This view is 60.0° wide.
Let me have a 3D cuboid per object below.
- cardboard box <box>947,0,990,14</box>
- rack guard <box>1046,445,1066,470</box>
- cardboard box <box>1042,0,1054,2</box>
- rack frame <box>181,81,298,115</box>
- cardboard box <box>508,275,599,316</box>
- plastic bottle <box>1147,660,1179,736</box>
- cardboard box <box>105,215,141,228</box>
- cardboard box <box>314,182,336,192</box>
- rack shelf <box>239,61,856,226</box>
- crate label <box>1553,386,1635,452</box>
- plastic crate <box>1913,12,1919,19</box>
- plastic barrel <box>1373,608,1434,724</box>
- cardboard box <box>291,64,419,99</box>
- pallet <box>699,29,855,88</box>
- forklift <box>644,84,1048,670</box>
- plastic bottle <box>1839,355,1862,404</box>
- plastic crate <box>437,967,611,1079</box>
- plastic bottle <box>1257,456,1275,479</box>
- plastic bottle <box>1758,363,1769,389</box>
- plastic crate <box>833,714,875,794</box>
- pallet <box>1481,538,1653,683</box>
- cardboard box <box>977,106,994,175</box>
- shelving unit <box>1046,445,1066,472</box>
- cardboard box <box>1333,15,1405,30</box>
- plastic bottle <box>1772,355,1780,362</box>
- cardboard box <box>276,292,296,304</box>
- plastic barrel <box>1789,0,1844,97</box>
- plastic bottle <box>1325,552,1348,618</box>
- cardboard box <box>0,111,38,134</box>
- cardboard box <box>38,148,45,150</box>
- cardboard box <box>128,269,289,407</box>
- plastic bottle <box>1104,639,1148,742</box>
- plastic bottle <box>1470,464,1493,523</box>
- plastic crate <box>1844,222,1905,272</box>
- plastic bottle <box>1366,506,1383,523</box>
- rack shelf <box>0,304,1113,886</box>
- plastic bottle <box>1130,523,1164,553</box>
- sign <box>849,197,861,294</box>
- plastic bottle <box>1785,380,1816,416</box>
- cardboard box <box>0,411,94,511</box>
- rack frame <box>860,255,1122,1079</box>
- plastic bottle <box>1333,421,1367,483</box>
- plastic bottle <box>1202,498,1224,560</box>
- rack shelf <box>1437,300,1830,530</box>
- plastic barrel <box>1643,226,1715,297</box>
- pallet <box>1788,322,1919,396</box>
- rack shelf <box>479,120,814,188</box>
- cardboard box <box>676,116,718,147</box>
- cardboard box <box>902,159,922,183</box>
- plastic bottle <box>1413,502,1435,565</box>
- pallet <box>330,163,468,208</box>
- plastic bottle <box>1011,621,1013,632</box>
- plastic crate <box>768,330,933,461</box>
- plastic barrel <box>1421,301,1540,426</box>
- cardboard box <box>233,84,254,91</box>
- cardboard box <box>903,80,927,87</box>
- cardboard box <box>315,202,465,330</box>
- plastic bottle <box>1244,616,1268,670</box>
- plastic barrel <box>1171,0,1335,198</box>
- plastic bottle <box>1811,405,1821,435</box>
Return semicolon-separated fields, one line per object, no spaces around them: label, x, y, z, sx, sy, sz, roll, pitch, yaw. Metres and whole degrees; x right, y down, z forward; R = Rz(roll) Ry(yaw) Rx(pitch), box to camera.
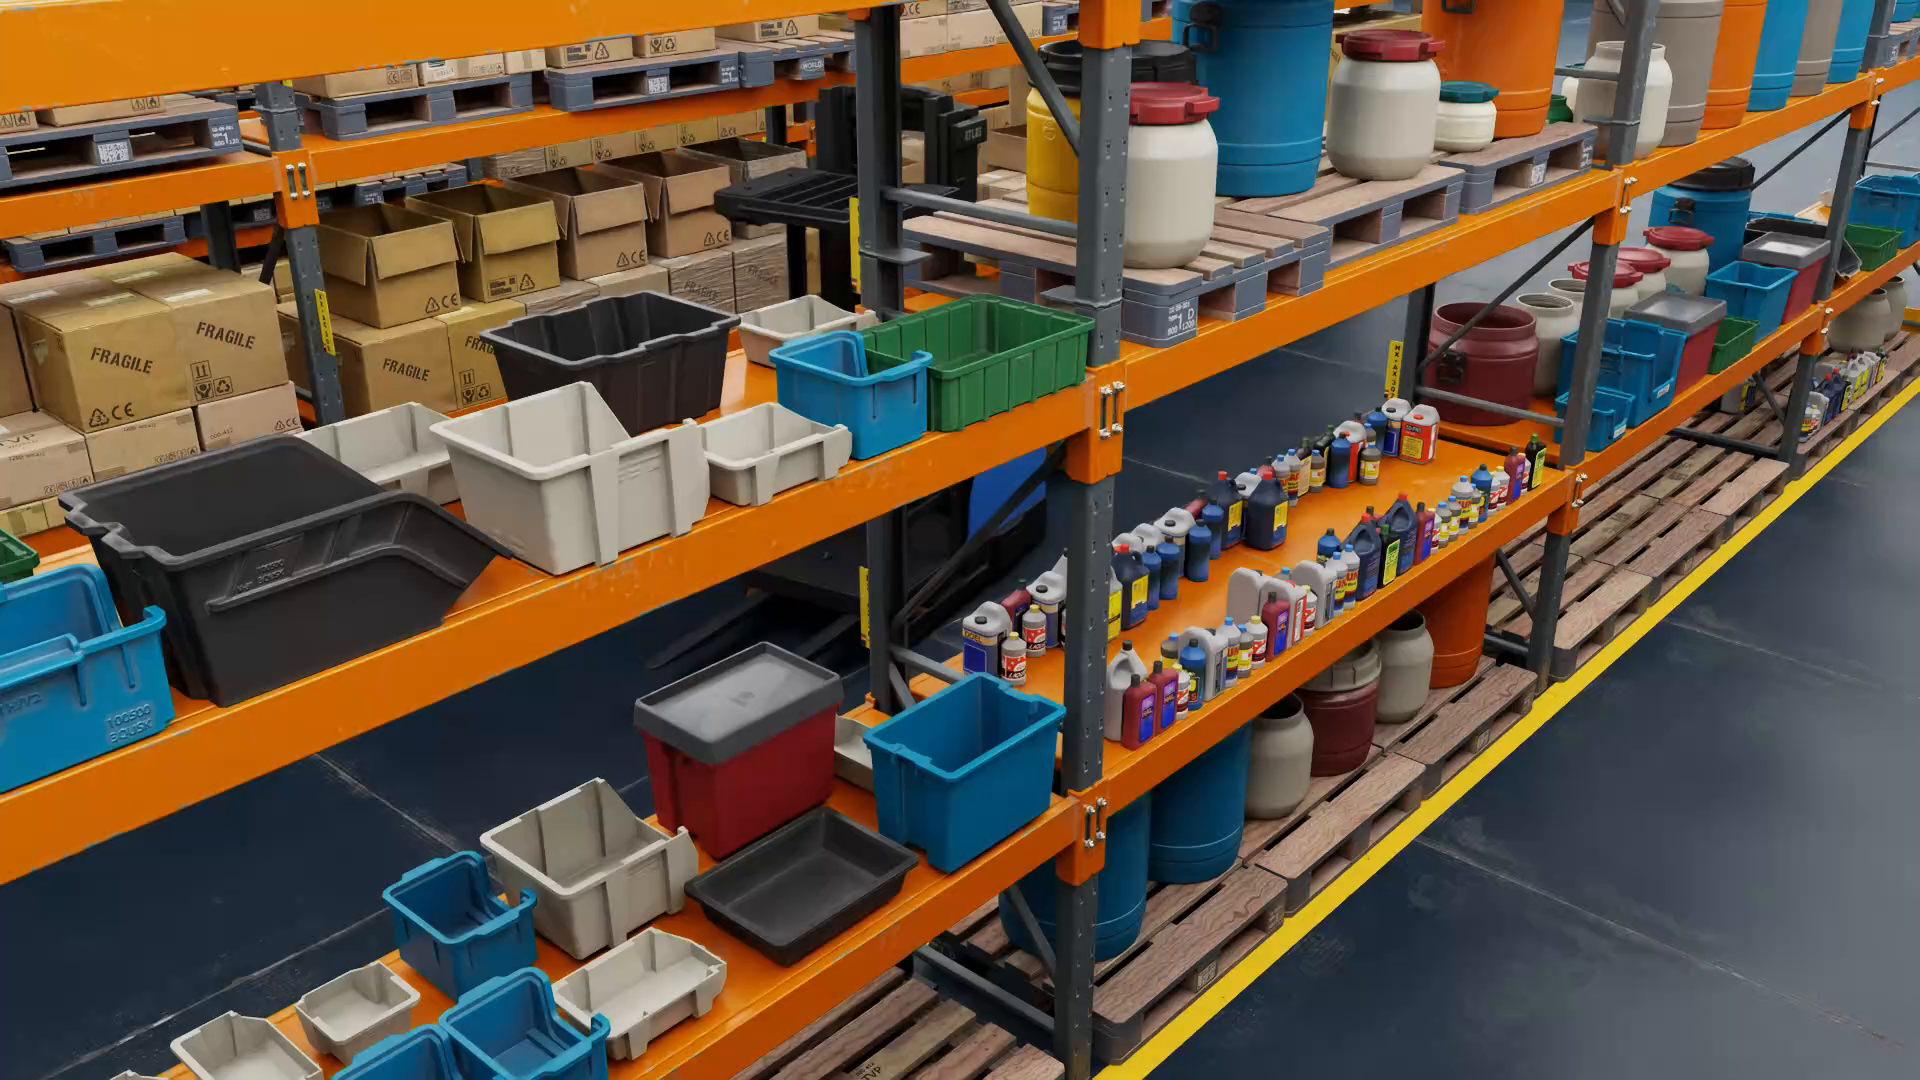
cardboard box;-0.096;-3.903;11.390;0.500;0.500;0.500;20;31;38
rack guard;0.617;-0.630;11.849;0.587;0.250;0.087;13;27;27
cardboard box;0.550;-4.108;12.352;0.380;0.166;0.250;19;30;36
rack frame;-3.612;-3.553;7.675;1.000;3.000;0.127;20;31;38
cardboard box;-2.449;-1.239;9.725;0.500;0.500;0.500;19;31;36
plastic bottle;0.728;0.554;5.990;0.061;0.283;0.133;20;31;38
cardboard box;-6.282;-2.433;12.305;0.380;0.149;0.250;20;31;38
cardboard box;-5.241;-2.910;13.367;0.380;0.149;0.250;19;30;35
rack shelf;-2.277;-2.465;9.795;1.077;0.370;4.000;20;31;38
crate label;3.307;-0.632;8.697;0.303;0.233;0.416;20;31;38
plastic crate;6.672;-3.579;11.659;0.336;0.188;0.450;20;31;38
plastic barrel;2.122;0.612;8.247;0.421;0.512;0.421;0;24;0
cardboard box;-3.232;-2.601;8.583;0.700;0.500;0.500;21;32;39
pallet;-1.332;-3.106;10.576;1.213;0.211;1.003;22;32;40
forklift;-0.614;-0.937;9.257;1.130;2.935;3.031;13;27;27
plastic bottle;6.673;-1.212;12.488;0.144;0.351;0.185;20;31;37
plastic crate;-1.104;1.327;4.256;0.416;0.233;0.300;20;31;38
plastic bottle;1.412;-0.246;7.774;0.061;0.283;0.133;20;31;38
plastic bottle;6.166;-1.313;12.795;0.061;0.283;0.133;20;31;38
plastic crate;-0.340;0.732;5.699;0.396;0.136;0.243;20;31;38
pallet;3.292;0.365;9.678;1.003;0.211;1.213;20;31;38
cardboard box;-0.218;-4.586;19.395;0.875;0.875;0.875;20;31;37
shelving unit;0.368;-1.024;11.200;0.587;1.500;1.083;13;27;27
cardboard box;3.885;-4.720;15.904;0.500;0.500;0.500;20;31;38
plastic bottle;6.574;-1.544;13.411;0.097;0.201;0.097;0;24;0
cardboard box;-5.503;-1.876;13.810;0.500;0.500;0.500;18;30;35
plastic barrel;4.802;-3.085;9.684;0.600;0.901;0.600;0;24;0
plastic bottle;1.540;0.178;6.844;0.097;0.271;0.097;0;24;0
cardboard box;-4.452;-2.050;7.231;0.700;0.500;0.500;22;32;40
cardboard box;-6.763;-2.885;12.585;0.380;0.149;0.250;19;30;36
cardboard box;-3.720;-1.012;8.244;0.500;0.500;0.500;21;32;39
plastic bottle;0.580;0.528;5.966;0.144;0.351;0.185;20;31;38
plastic bottle;2.419;-0.224;7.740;0.097;0.271;0.097;0;24;0
plastic crate;6.532;-2.140;12.117;0.450;0.188;0.662;20;31;38
plastic bottle;1.800;-0.024;7.279;0.061;0.283;0.133;20;31;38
rack shelf;-1.258;0.106;4.061;1.077;0.370;4.000;20;31;38
plastic bottle;0.769;0.079;7.059;0.152;0.276;0.135;20;31;38
sign;-0.332;-0.987;5.607;0.100;0.325;0.005;20;31;38
plastic bottle;6.156;-1.065;12.158;0.144;0.351;0.185;20;31;38
cardboard box;-4.395;-0.363;7.713;0.500;0.250;0.500;21;32;39
rack frame;0.077;0.537;5.887;1.000;3.000;0.127;20;31;38
plastic bottle;1.908;-0.441;8.218;0.152;0.276;0.135;20;31;38
plastic bottle;1.115;-0.056;7.367;0.097;0.271;0.097;0;24;0
rack shelf;4.081;-0.963;10.111;1.077;0.370;4.000;20;31;38
plastic barrel;4.614;-1.731;10.778;0.433;0.535;0.433;0;24;0
pallet;7.524;-1.565;13.982;1.003;0.211;1.213;20;31;38
rack shelf;-3.234;-3.701;16.216;1.077;0.370;4.000;20;31;38
cardboard box;-2.723;-4.144;16.204;0.500;0.500;0.500;21;31;38
cardboard box;-0.612;-2.447;11.906;0.500;0.500;0.500;16;29;31
plastic bottle;2.031;-0.041;7.317;0.061;0.283;0.133;20;31;38
pallet;-4.965;-3.086;14.200;1.213;0.211;1.003;20;31;38
plastic bottle;0.156;0.376;6.487;0.097;0.201;0.097;0;24;0
plastic crate;-0.293;-0.391;4.494;0.416;0.233;0.300;20;31;38
plastic barrel;2.830;-0.968;9.077;0.600;0.536;0.708;20;31;38
cardboard box;-7.753;-4.943;17.901;0.380;0.149;0.250;18;30;34
cardboard box;-0.863;-5.128;18.338;0.875;0.550;0.550;20;31;38
cardboard box;-3.192;-1.516;9.116;0.797;0.503;0.637;19;30;36
plastic bottle;1.141;0.392;6.453;0.097;0.201;0.097;0;24;0
plastic barrel;1.102;-1.814;6.337;0.600;0.901;0.708;20;31;38
plastic bottle;6.091;-0.864;11.893;0.097;0.201;0.097;0;24;0
